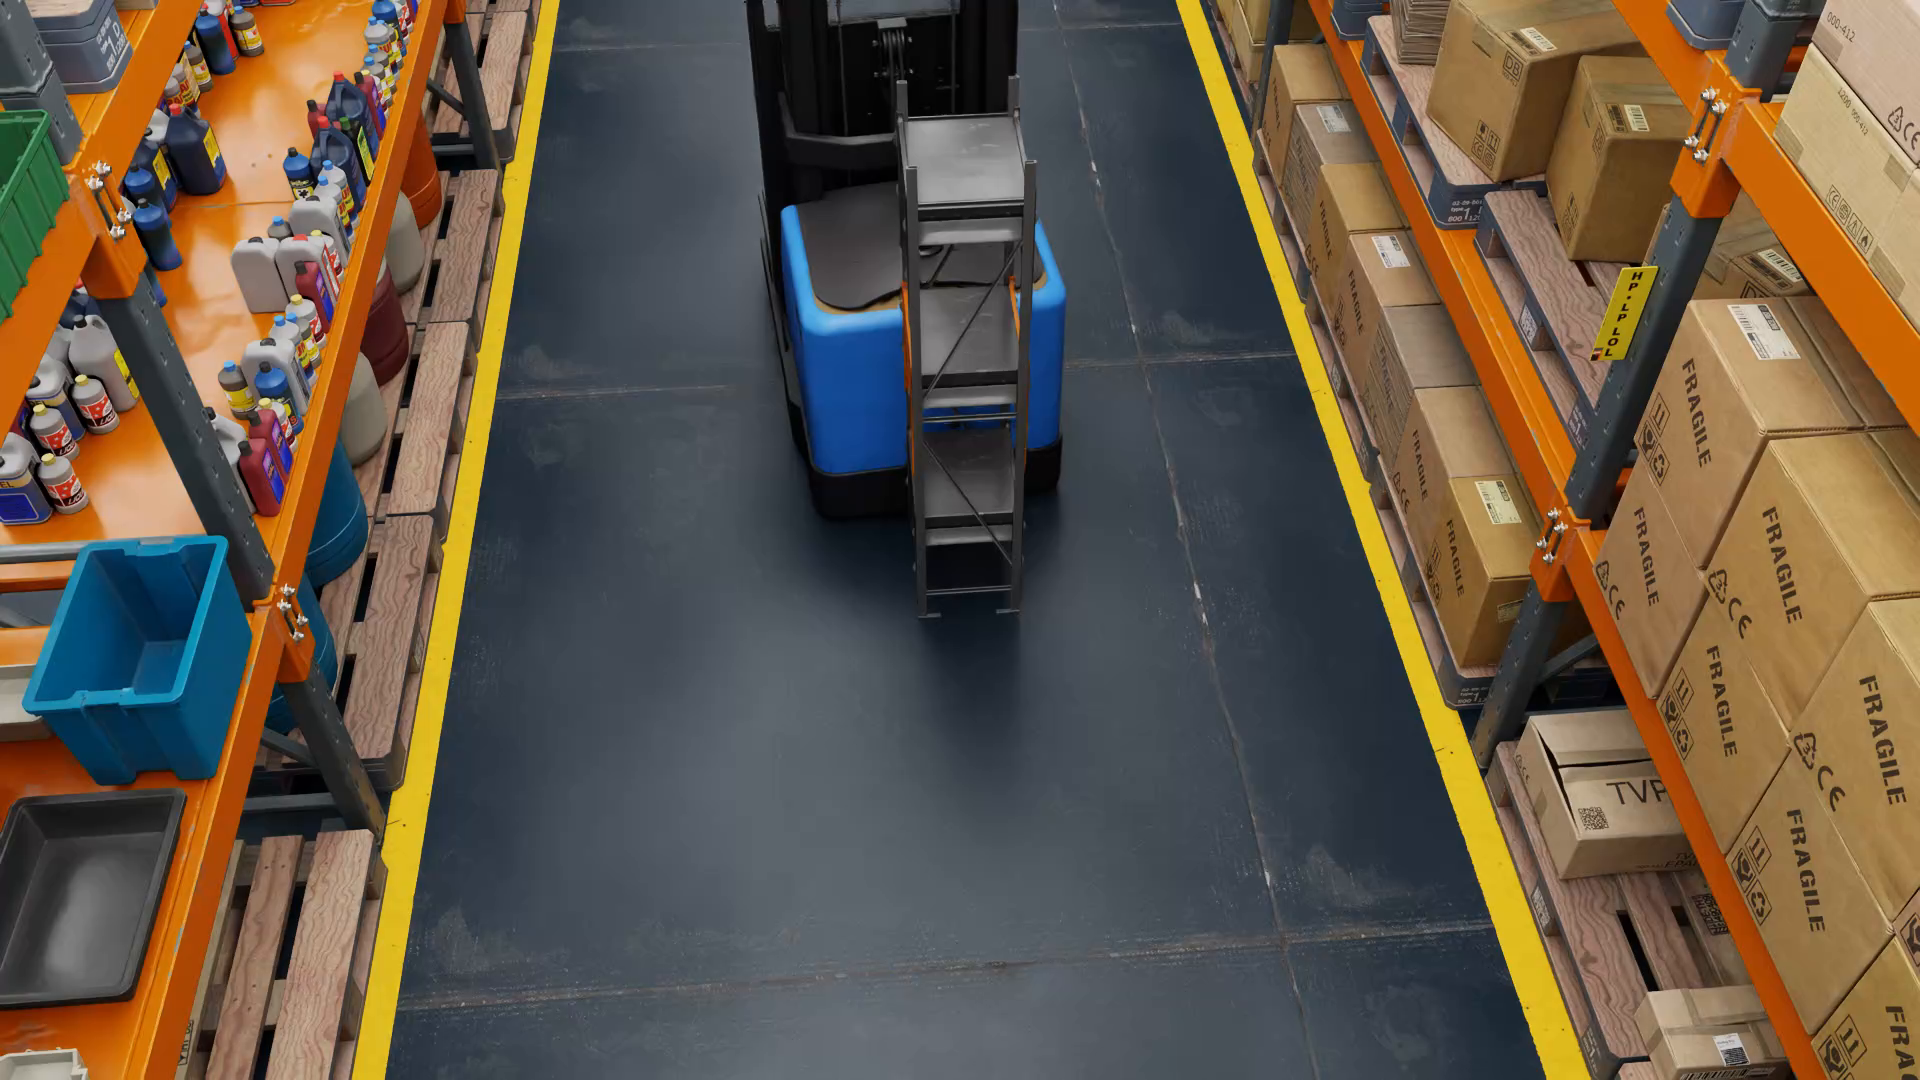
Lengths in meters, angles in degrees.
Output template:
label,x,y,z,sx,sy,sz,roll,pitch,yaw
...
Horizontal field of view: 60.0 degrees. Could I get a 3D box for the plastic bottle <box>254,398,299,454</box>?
label,x,y,z,sx,sy,sz,roll,pitch,yaw
plastic bottle,-2.188,-0.366,5.304,0.097,0.201,0.097,0,47,0

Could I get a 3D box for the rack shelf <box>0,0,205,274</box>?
label,x,y,z,sx,sy,sz,roll,pitch,yaw
rack shelf,-2.711,-2.196,5.329,1.077,0.370,4.000,-3,47,-3

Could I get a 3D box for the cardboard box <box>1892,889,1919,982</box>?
label,x,y,z,sx,sy,sz,roll,pitch,yaw
cardboard box,2.282,0.836,3.271,0.500,0.500,0.500,-2,47,-2

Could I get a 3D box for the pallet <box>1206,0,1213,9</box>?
label,x,y,z,sx,sy,sz,roll,pitch,yaw
pallet,1.929,-3.677,10.223,1.003,0.211,1.213,-3,47,-3

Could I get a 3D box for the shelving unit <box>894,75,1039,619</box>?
label,x,y,z,sx,sy,sz,roll,pitch,yaw
shelving unit,0.014,-0.602,6.011,0.431,2.100,0.503,-3,47,-3

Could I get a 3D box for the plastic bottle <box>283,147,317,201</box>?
label,x,y,z,sx,sy,sz,roll,pitch,yaw
plastic bottle,-2.442,-1.334,6.172,0.097,0.271,0.097,0,47,0

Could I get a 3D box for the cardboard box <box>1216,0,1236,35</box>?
label,x,y,z,sx,sy,sz,roll,pitch,yaw
cardboard box,1.724,-3.094,9.356,0.500,0.250,0.500,-4,47,-4

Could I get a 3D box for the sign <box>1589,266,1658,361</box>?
label,x,y,z,sx,sy,sz,roll,pitch,yaw
sign,1.840,-0.625,4.615,0.100,0.325,0.005,-3,47,-3

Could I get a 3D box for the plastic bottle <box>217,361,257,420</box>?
label,x,y,z,sx,sy,sz,roll,pitch,yaw
plastic bottle,-2.356,-0.498,5.429,0.097,0.201,0.097,0,47,0

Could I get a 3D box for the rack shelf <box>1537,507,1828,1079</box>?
label,x,y,z,sx,sy,sz,roll,pitch,yaw
rack shelf,2.560,1.432,3.960,1.077,0.370,4.000,-3,47,-3

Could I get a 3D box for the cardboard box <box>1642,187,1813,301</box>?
label,x,y,z,sx,sy,sz,roll,pitch,yaw
cardboard box,2.576,-0.798,5.218,0.700,0.500,0.500,-18,49,-16

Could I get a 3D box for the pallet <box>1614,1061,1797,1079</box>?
label,x,y,z,sx,sy,sz,roll,pitch,yaw
pallet,2.555,2.078,4.774,1.003,0.211,1.213,-3,47,-3

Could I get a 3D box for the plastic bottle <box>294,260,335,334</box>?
label,x,y,z,sx,sy,sz,roll,pitch,yaw
plastic bottle,-2.223,-0.858,5.714,0.061,0.283,0.133,-3,47,-3

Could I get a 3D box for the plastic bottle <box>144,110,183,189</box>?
label,x,y,z,sx,sy,sz,roll,pitch,yaw
plastic bottle,-3.048,-1.480,6.307,0.152,0.276,0.135,-3,47,-3

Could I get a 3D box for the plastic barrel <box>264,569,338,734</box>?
label,x,y,z,sx,sy,sz,roll,pitch,yaw
plastic barrel,-2.572,0.218,5.770,0.600,0.901,0.708,-3,47,-3

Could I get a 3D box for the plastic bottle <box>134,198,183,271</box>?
label,x,y,z,sx,sy,sz,roll,pitch,yaw
plastic bottle,-2.879,-1.101,5.952,0.097,0.271,0.097,0,47,0

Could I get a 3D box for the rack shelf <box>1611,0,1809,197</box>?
label,x,y,z,sx,sy,sz,roll,pitch,yaw
rack shelf,2.226,-2.494,5.612,1.077,0.370,4.000,-3,47,-3

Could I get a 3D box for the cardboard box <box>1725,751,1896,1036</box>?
label,x,y,z,sx,sy,sz,roll,pitch,yaw
cardboard box,2.250,0.820,3.975,0.500,0.500,0.500,-4,47,-4

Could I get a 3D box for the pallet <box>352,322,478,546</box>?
label,x,y,z,sx,sy,sz,roll,pitch,yaw
pallet,-2.672,-0.451,7.168,1.003,0.211,1.213,-3,47,-3

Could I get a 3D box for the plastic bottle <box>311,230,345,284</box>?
label,x,y,z,sx,sy,sz,roll,pitch,yaw
plastic bottle,-2.262,-1.010,5.914,0.097,0.201,0.097,0,47,0

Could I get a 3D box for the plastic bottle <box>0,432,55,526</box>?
label,x,y,z,sx,sy,sz,roll,pitch,yaw
plastic bottle,-2.898,-0.187,5.083,0.152,0.276,0.135,-3,47,-3

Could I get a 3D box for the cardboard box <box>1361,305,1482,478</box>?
label,x,y,z,sx,sy,sz,roll,pitch,yaw
cardboard box,1.991,-0.615,6.822,0.500,0.500,0.500,-3,47,-3

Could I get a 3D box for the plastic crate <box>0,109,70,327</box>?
label,x,y,z,sx,sy,sz,roll,pitch,yaw
plastic crate,-2.207,-0.635,3.502,0.450,0.188,0.662,-3,47,-3

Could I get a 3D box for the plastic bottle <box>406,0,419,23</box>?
label,x,y,z,sx,sy,sz,roll,pitch,yaw
plastic bottle,-2.400,-2.385,7.159,0.061,0.283,0.133,-3,47,-3

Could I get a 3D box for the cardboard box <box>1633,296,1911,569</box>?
label,x,y,z,sx,sy,sz,roll,pitch,yaw
cardboard box,2.152,-0.283,4.331,0.500,0.500,0.500,-2,47,-2

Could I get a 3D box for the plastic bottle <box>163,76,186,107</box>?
label,x,y,z,sx,sy,sz,roll,pitch,yaw
plastic bottle,-3.104,-1.727,6.545,0.097,0.271,0.097,0,47,0

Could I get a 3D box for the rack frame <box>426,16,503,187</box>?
label,x,y,z,sx,sy,sz,roll,pitch,yaw
rack frame,-2.878,-2.859,7.528,1.000,3.000,0.127,-3,47,-3

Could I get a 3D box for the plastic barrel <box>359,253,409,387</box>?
label,x,y,z,sx,sy,sz,roll,pitch,yaw
plastic barrel,-2.726,-1.004,7.143,0.600,0.588,0.708,-3,47,-3

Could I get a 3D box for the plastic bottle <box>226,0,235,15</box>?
label,x,y,z,sx,sy,sz,roll,pitch,yaw
plastic bottle,-3.174,-2.302,7.137,0.097,0.201,0.097,0,47,0

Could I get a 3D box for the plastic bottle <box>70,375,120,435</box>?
label,x,y,z,sx,sy,sz,roll,pitch,yaw
plastic bottle,-2.806,-0.447,5.381,0.097,0.201,0.097,0,47,0

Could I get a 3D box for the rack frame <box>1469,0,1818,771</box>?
label,x,y,z,sx,sy,sz,roll,pitch,yaw
rack frame,2.393,-0.263,5.070,1.000,3.000,0.127,-3,47,-3

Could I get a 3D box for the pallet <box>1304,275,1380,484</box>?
label,x,y,z,sx,sy,sz,roll,pitch,yaw
pallet,2.182,-0.775,7.475,1.003,0.211,1.213,-3,47,-3

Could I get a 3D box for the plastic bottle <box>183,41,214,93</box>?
label,x,y,z,sx,sy,sz,roll,pitch,yaw
plastic bottle,-3.132,-1.941,6.795,0.097,0.201,0.097,0,47,0

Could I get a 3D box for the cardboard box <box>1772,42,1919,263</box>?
label,x,y,z,sx,sy,sz,roll,pitch,yaw
cardboard box,2.187,-0.876,3.687,0.500,0.250,0.500,-3,47,-3

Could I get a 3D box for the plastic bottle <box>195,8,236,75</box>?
label,x,y,z,sx,sy,sz,roll,pitch,yaw
plastic bottle,-3.082,-2.065,6.865,0.097,0.271,0.097,0,47,0

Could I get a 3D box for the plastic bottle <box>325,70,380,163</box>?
label,x,y,z,sx,sy,sz,roll,pitch,yaw
plastic bottle,-2.352,-1.630,6.398,0.144,0.351,0.185,-3,47,-3

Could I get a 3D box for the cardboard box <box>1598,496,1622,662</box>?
label,x,y,z,sx,sy,sz,roll,pitch,yaw
cardboard box,2.595,0.081,6.163,0.500,0.500,0.500,-5,47,-5

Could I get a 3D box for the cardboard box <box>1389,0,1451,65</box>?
label,x,y,z,sx,sy,sz,roll,pitch,yaw
cardboard box,2.109,-2.214,6.559,0.700,0.500,0.500,4,47,4

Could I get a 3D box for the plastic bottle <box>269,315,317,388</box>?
label,x,y,z,sx,sy,sz,roll,pitch,yaw
plastic bottle,-2.216,-0.629,5.505,0.097,0.271,0.097,0,47,0

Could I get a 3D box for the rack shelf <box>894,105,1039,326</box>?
label,x,y,z,sx,sy,sz,roll,pitch,yaw
rack shelf,0.014,-1.074,5.512,0.431,0.518,0.480,-3,47,-3

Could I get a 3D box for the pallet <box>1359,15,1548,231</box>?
label,x,y,z,sx,sy,sz,roll,pitch,yaw
pallet,2.225,-1.684,6.548,1.003,0.211,1.213,-3,47,-3

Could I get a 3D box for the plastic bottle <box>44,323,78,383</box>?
label,x,y,z,sx,sy,sz,roll,pitch,yaw
plastic bottle,-2.946,-0.593,5.416,0.144,0.351,0.185,-3,47,-3

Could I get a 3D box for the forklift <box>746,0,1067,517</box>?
label,x,y,z,sx,sy,sz,roll,pitch,yaw
forklift,-0.354,-2.189,6.941,1.130,2.935,3.031,-8,47,-7

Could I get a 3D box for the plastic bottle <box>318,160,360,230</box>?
label,x,y,z,sx,sy,sz,roll,pitch,yaw
plastic bottle,-2.290,-1.272,6.114,0.097,0.271,0.097,0,47,0

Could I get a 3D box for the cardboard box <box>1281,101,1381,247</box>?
label,x,y,z,sx,sy,sz,roll,pitch,yaw
cardboard box,1.861,-1.724,7.871,0.500,0.500,0.500,-5,47,-5

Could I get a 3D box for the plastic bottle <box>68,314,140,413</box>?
label,x,y,z,sx,sy,sz,roll,pitch,yaw
plastic bottle,-2.803,-0.601,5.424,0.144,0.351,0.185,-3,47,-3

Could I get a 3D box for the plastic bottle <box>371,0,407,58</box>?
label,x,y,z,sx,sy,sz,roll,pitch,yaw
plastic bottle,-2.392,-2.155,6.950,0.097,0.271,0.097,0,47,0

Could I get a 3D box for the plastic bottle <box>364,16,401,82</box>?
label,x,y,z,sx,sy,sz,roll,pitch,yaw
plastic bottle,-2.376,-2.014,6.817,0.097,0.271,0.097,0,47,0

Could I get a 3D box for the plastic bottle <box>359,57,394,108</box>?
label,x,y,z,sx,sy,sz,roll,pitch,yaw
plastic bottle,-2.360,-1.849,6.709,0.097,0.201,0.097,0,47,0

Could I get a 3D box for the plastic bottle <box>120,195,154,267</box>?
label,x,y,z,sx,sy,sz,roll,pitch,yaw
plastic bottle,-3.002,-1.082,5.930,0.152,0.276,0.135,-3,47,-3

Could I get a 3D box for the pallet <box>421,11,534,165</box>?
label,x,y,z,sx,sy,sz,roll,pitch,yaw
pallet,-2.904,-2.463,9.073,1.003,0.211,1.213,-3,47,-3
